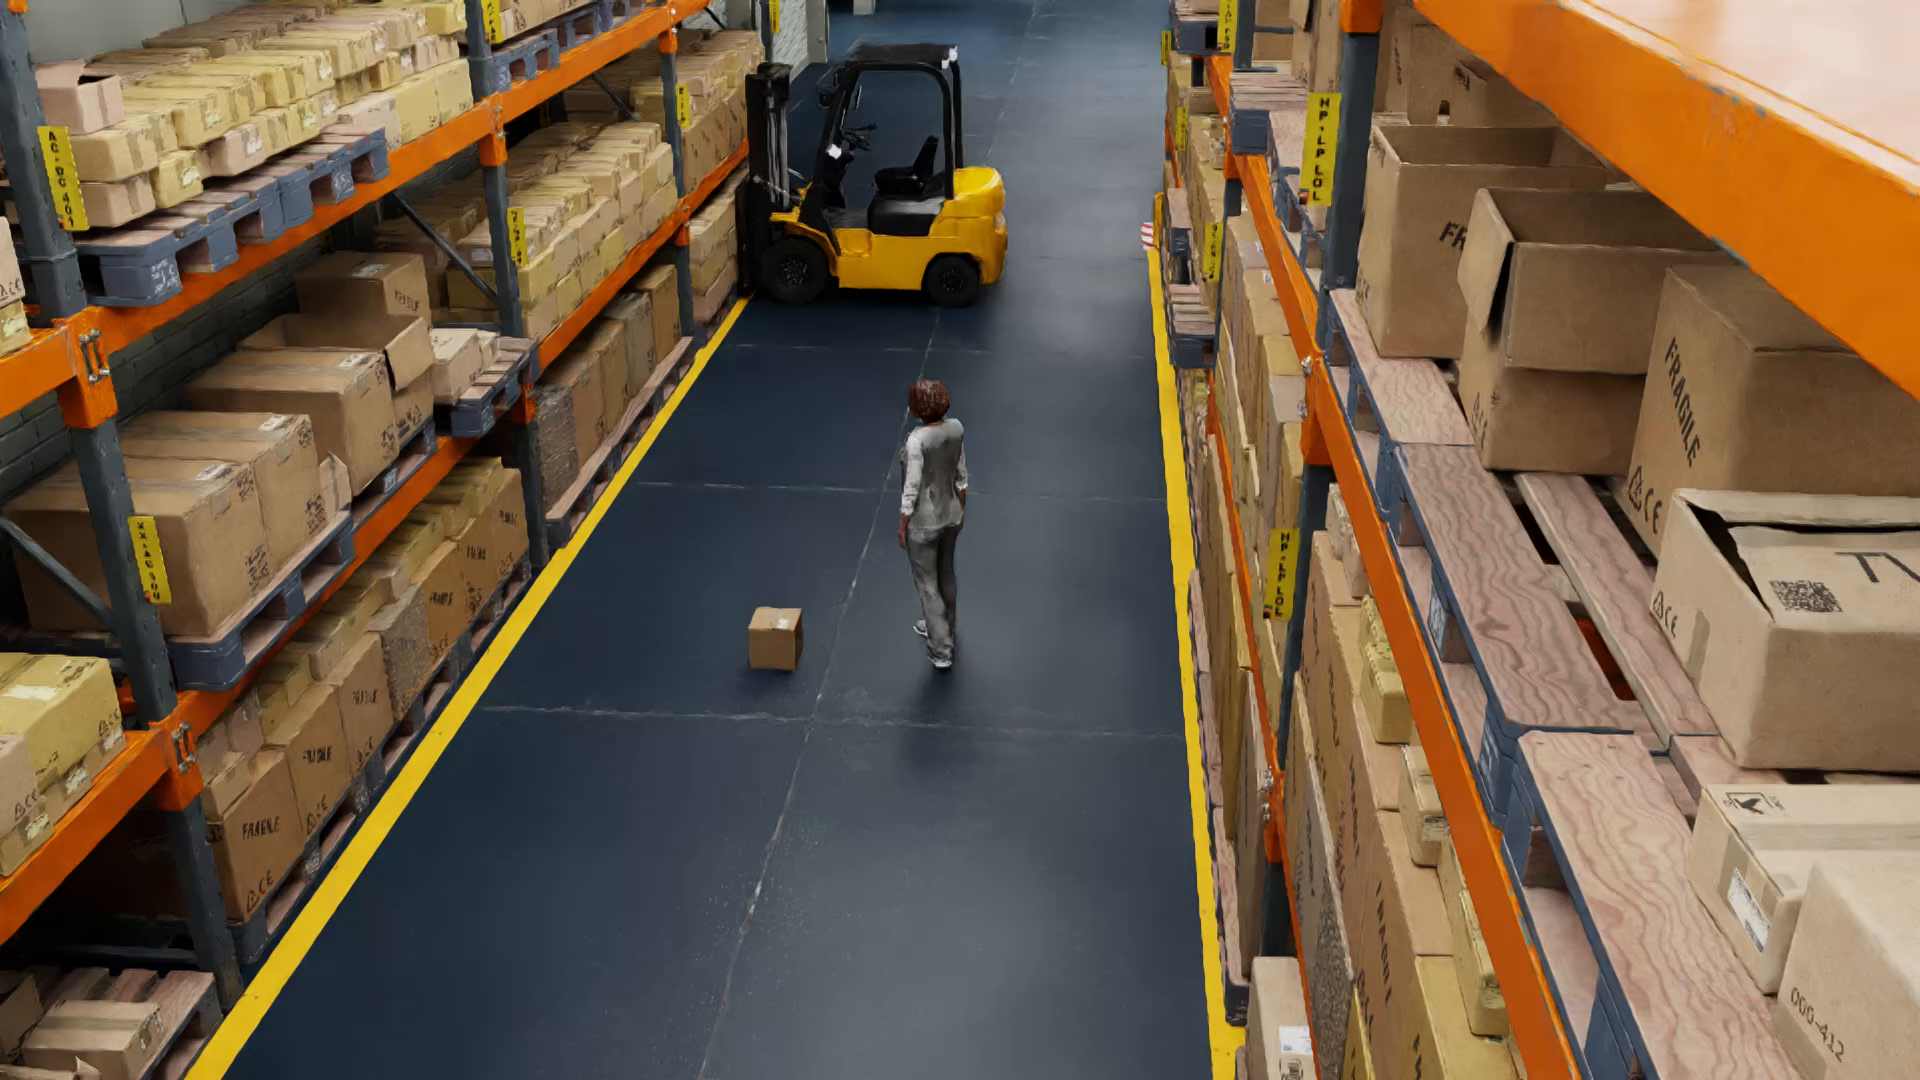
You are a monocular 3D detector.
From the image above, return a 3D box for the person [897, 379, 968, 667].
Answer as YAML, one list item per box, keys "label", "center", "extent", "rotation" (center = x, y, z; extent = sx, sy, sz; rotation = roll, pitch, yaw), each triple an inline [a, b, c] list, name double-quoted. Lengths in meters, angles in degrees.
- label: "person"
  center: [-0.164, -0.100, 8.852]
  extent: [0.500, 1.598, 0.430]
  rotation: [22, 33, 39]
